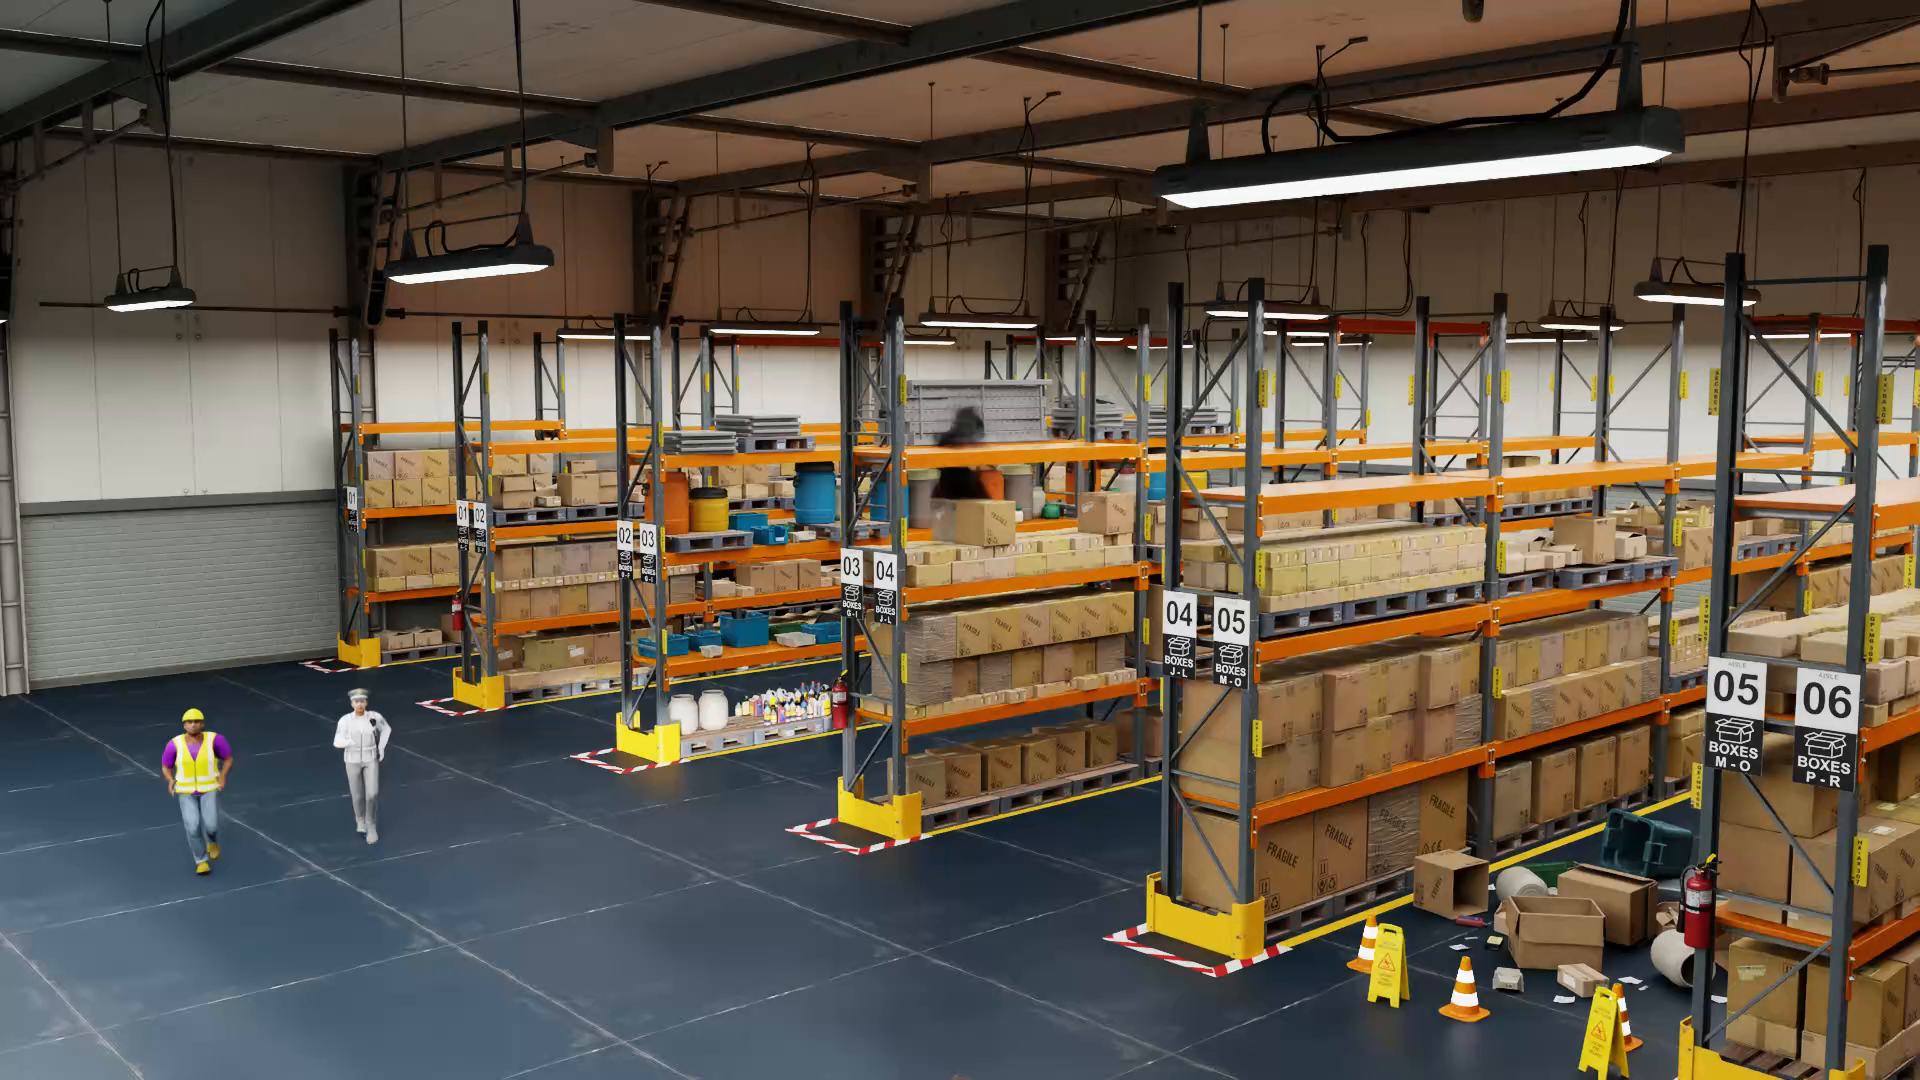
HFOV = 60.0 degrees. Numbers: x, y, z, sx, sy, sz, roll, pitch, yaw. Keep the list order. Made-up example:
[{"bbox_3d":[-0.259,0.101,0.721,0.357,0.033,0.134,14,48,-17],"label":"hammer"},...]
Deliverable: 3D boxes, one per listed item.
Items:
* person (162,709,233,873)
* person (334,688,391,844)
[{"bbox_3d":[-7.922,2.600,17.288,0.679,1.721,0.564,-2,6,-21],"label":"person"},{"bbox_3d":[-6.637,2.501,18.494,0.592,1.734,0.684,-2,6,-17],"label":"person"}]
